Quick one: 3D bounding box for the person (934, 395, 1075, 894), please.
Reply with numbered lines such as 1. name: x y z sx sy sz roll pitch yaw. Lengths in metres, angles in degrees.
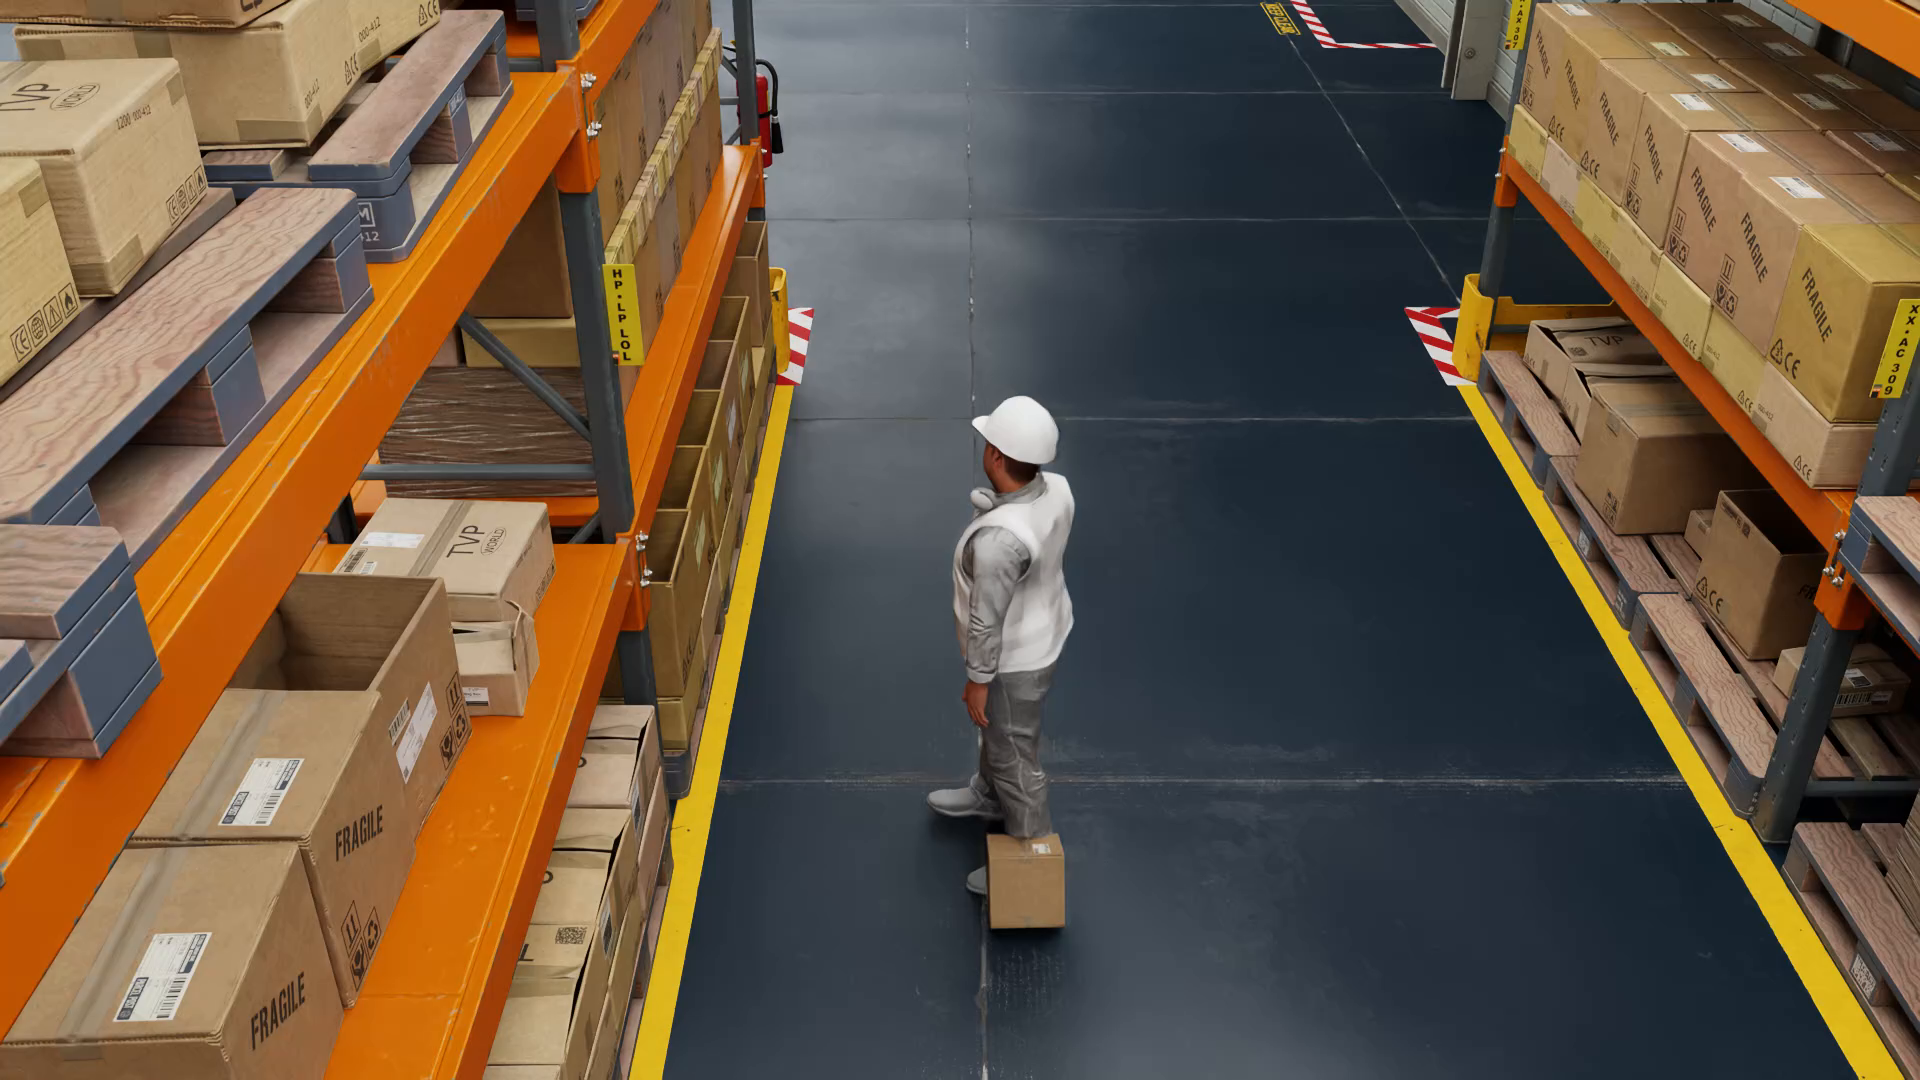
1. person: 0.119 0.320 5.538 0.555 1.772 0.608 14 34 21
